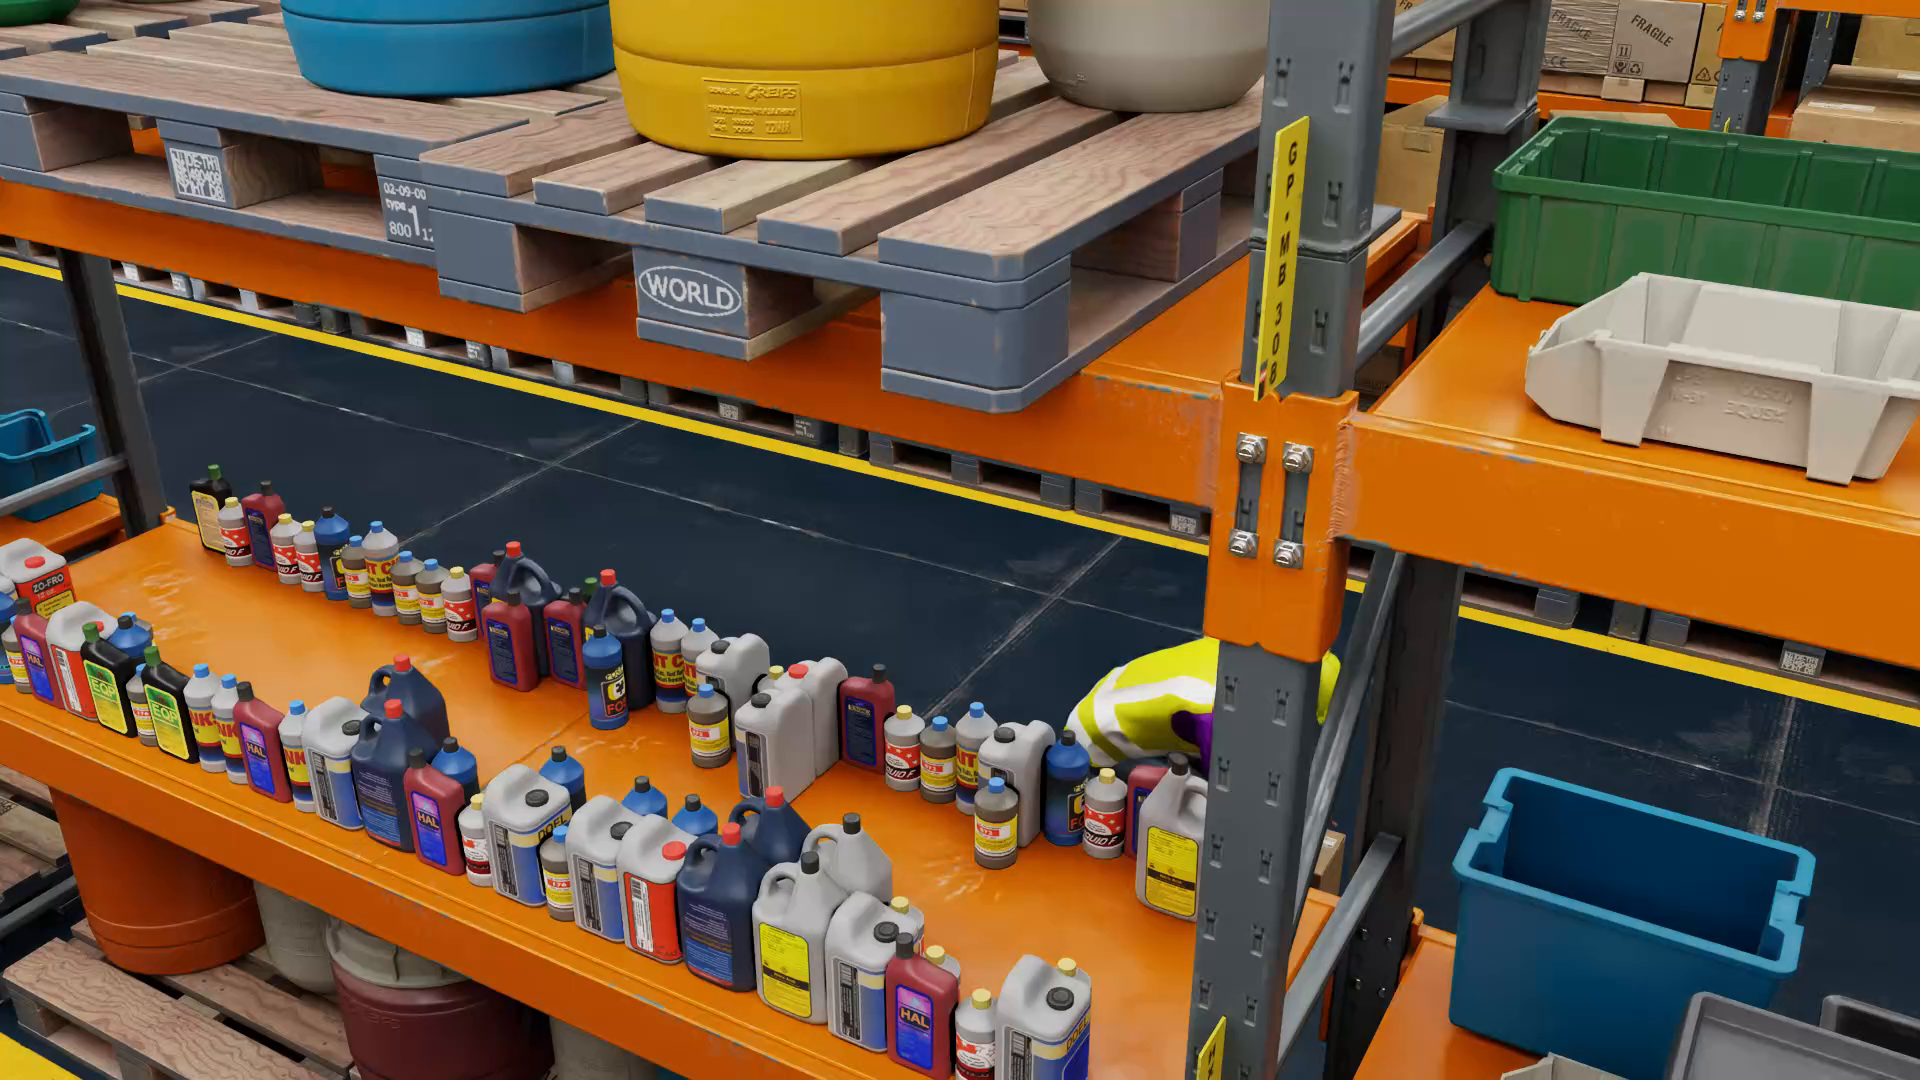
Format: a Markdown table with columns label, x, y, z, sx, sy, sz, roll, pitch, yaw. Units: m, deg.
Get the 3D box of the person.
| label | x | y | z | sx | sy | sz | roll | pitch | yaw |
| --- | --- | --- | --- | --- | --- | --- | --- | --- | --- |
| person | 0.822 | 0.707 | 5.580 | 0.900 | 0.957 | 0.575 | 14 | 30 | 26 |
